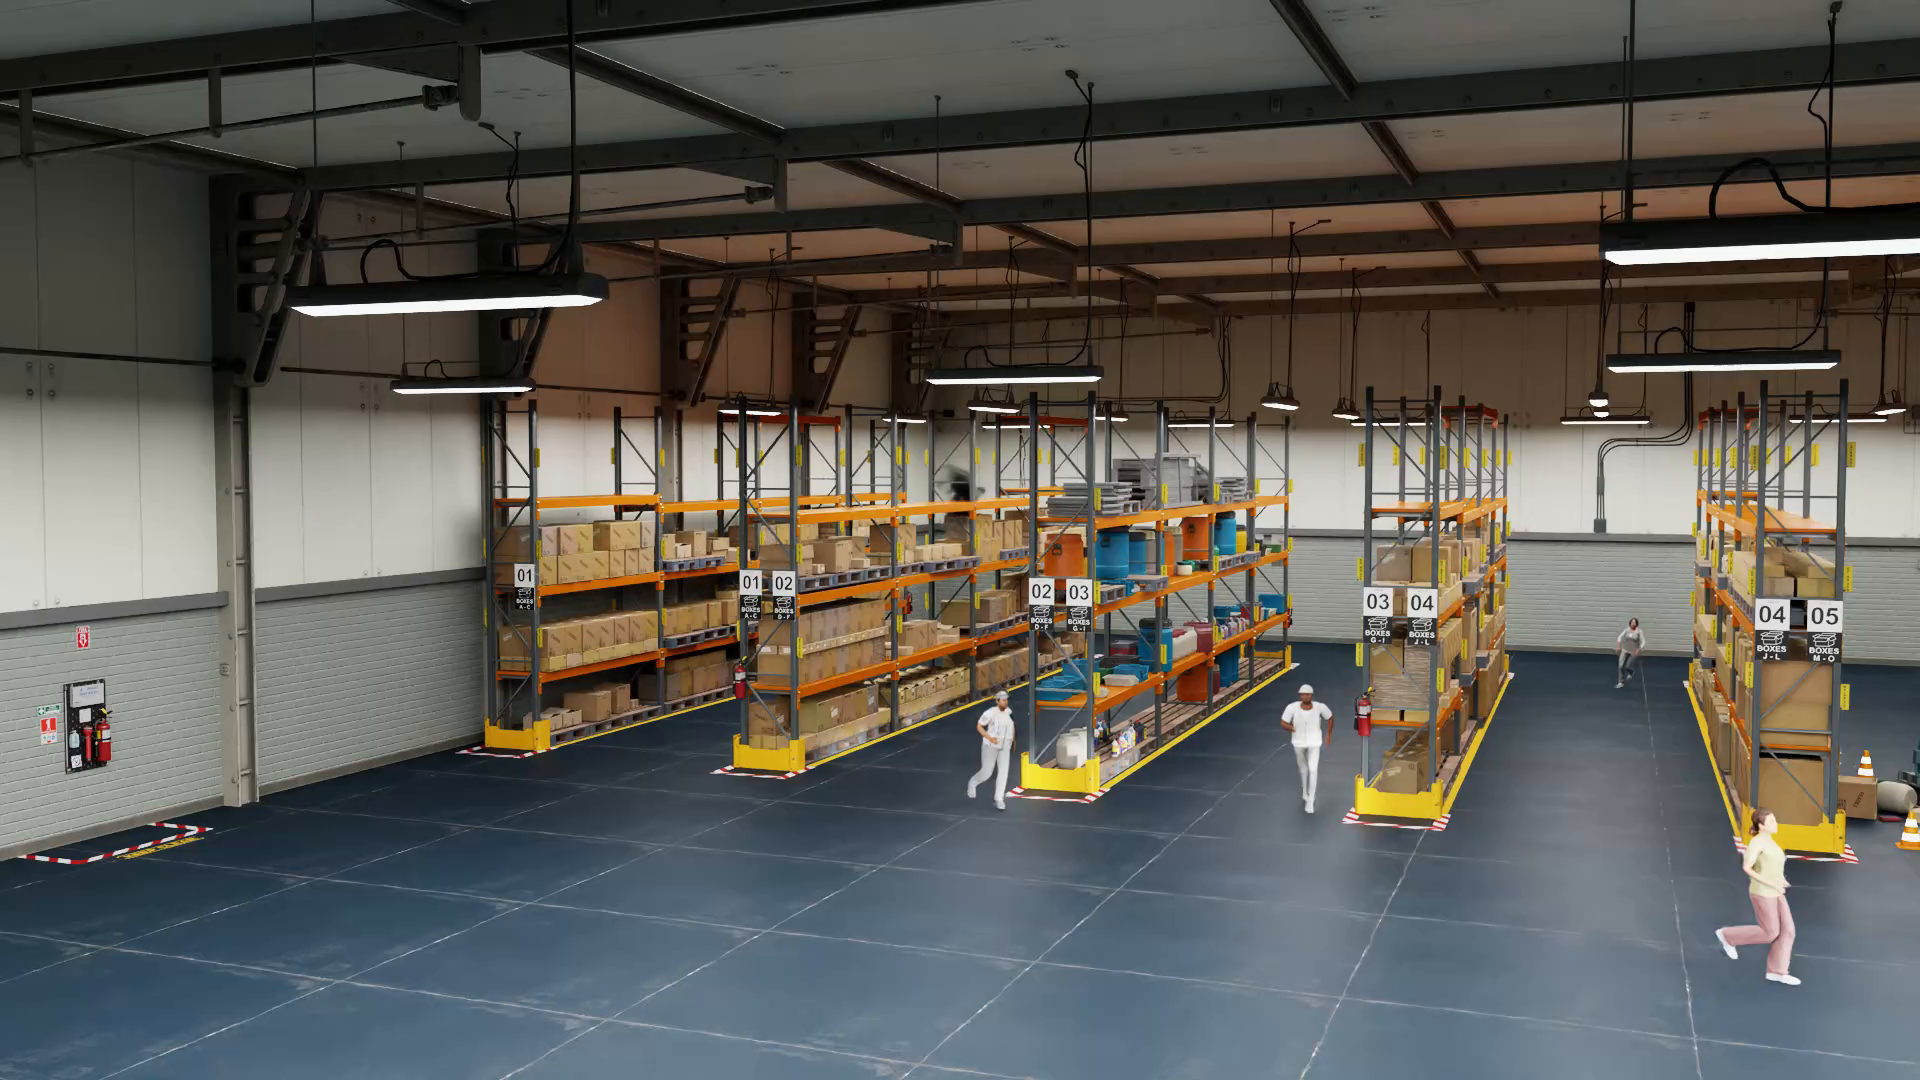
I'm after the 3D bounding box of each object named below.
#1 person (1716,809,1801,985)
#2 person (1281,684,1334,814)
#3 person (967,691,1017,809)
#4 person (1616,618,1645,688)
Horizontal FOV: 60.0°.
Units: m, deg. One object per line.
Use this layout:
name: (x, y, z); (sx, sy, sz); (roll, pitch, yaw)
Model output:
person: (7.711, 3.394, 15.991); (0.578, 1.637, 0.764); (-3, 4, -44)
person: (4.960, 2.951, 23.831); (0.723, 1.789, 0.914); (1, 3, 20)
person: (0.554, 3.001, 24.016); (0.667, 1.626, 0.884); (-1, 3, -27)
person: (14.640, 2.459, 36.277); (0.582, 1.546, 0.519); (2, 4, 39)
